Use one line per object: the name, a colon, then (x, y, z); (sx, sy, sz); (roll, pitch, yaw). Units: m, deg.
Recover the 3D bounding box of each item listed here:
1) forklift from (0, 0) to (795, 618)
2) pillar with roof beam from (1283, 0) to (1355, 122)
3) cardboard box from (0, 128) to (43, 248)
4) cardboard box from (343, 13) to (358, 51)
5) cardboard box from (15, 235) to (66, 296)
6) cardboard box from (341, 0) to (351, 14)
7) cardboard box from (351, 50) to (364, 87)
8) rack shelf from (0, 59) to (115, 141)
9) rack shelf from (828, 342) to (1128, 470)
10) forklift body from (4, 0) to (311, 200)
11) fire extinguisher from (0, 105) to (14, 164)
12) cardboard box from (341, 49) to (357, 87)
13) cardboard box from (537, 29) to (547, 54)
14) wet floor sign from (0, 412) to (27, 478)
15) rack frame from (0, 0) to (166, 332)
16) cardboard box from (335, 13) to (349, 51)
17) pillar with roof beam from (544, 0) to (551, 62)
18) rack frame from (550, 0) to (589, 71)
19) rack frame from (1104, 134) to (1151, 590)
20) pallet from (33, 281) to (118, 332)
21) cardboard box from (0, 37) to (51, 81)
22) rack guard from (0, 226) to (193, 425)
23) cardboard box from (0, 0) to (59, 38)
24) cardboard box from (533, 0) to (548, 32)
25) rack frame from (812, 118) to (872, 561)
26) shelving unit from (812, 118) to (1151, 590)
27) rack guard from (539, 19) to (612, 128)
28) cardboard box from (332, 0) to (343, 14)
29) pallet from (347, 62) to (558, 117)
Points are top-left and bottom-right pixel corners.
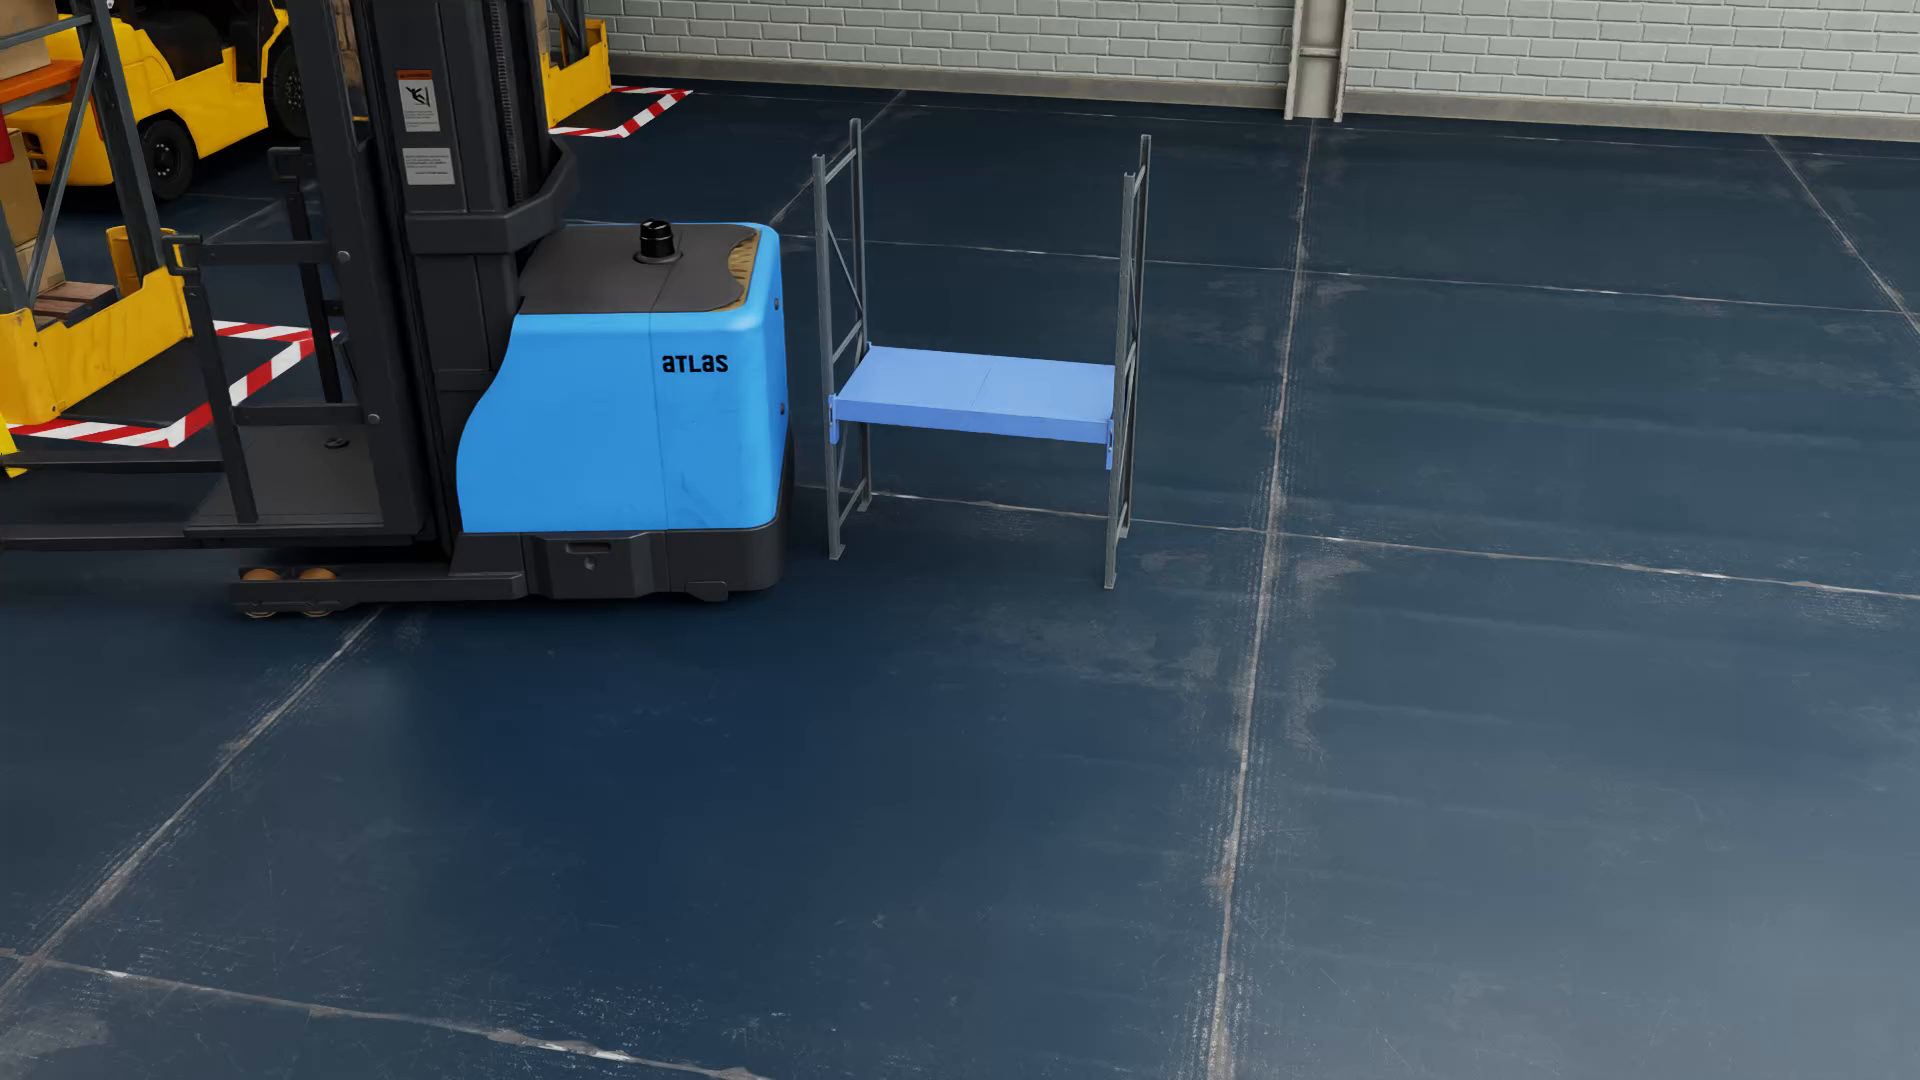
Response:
forklift: (-2.156, -1.275, 5.526); (3.031, 2.935, 1.130); (-1, 29, -2)
pillar with roof beam: (1.589, -4.920, 5.865); (0.400, 9.000, 9.100); (6, 29, 11)
cardboard box: (-4.674, -1.607, 7.707); (0.500, 0.500, 0.500); (5, 29, 9)
cardboard box: (-3.916, -3.573, 11.558); (0.500, 0.250, 0.500); (6, 29, 10)
cardboard box: (-4.651, -1.276, 7.883); (0.500, 0.250, 0.500); (6, 29, 10)
cardboard box: (-3.903, -3.783, 11.422); (0.500, 0.250, 0.500); (6, 29, 11)
cardboard box: (-3.896, -3.350, 11.671); (0.500, 0.250, 0.500); (6, 29, 11)
rack shelf: (-5.875, -1.972, 7.477); (4.000, 0.370, 1.077); (6, 29, 11)
rack shelf: (0.083, -0.492, 5.961); (1.000, 0.185, 0.538); (6, 29, 11)
forklift body: (-5.122, -3.380, 10.183); (1.214, 2.155, 2.313); (6, 29, 11)
fire extinguisher: (-3.904, -1.825, 6.541); (0.183, 0.674, 0.296); (6, 29, 11)
cardboard box: (-4.384, -3.404, 11.770); (0.500, 0.250, 0.500); (6, 29, 11)
cardboard box: (-3.326, -3.538, 12.014); (0.500, 0.250, 0.500); (6, 29, 11)
wet floor sign: (-3.957, -0.533, 6.551); (0.232, 0.644, 0.267); (17, 33, 28)
rack frame: (-3.919, -2.087, 6.938); (0.127, 3.000, 1.000); (6, 29, 11)
cardboard box: (-4.425, -3.615, 11.635); (0.500, 0.250, 0.500); (5, 29, 9)
pillar with roof beam: (-4.278, -5.521, 6.964); (0.400, 9.000, 9.100); (6, 29, 11)
rack frame: (-2.887, -4.418, 11.197); (0.127, 3.000, 1.000); (6, 29, 11)
rack frame: (0.581, -0.598, 5.781); (0.032, 1.500, 0.500); (6, 29, 11)
pallet: (-4.781, -0.970, 7.801); (1.213, 0.211, 1.003); (6, 29, 11)
cardboard box: (-4.208, -2.108, 7.239); (0.250, 0.149, 0.380); (6, 29, 11)
rack guard: (-3.994, -0.998, 7.553); (0.348, 0.500, 1.175); (6, 29, 11)
cardboard box: (-4.325, -2.439, 7.168); (0.500, 0.500, 0.500); (5, 29, 10)
cardboard box: (-3.303, -3.761, 11.901); (0.500, 0.250, 0.500); (6, 29, 11)
rack frame: (-0.414, -0.700, 5.967); (0.032, 1.500, 0.500); (6, 29, 11)
shelving unit: (0.083, -0.649, 5.874); (1.048, 1.500, 0.538); (6, 29, 11)
rack guard: (-2.863, -3.320, 11.793); (0.348, 0.500, 1.175); (6, 29, 11)
cardboard box: (-4.398, -3.829, 11.506); (0.500, 0.250, 0.500); (6, 29, 11)
pallet: (-3.643, -3.252, 11.971); (1.213, 0.211, 1.003); (6, 29, 11)
